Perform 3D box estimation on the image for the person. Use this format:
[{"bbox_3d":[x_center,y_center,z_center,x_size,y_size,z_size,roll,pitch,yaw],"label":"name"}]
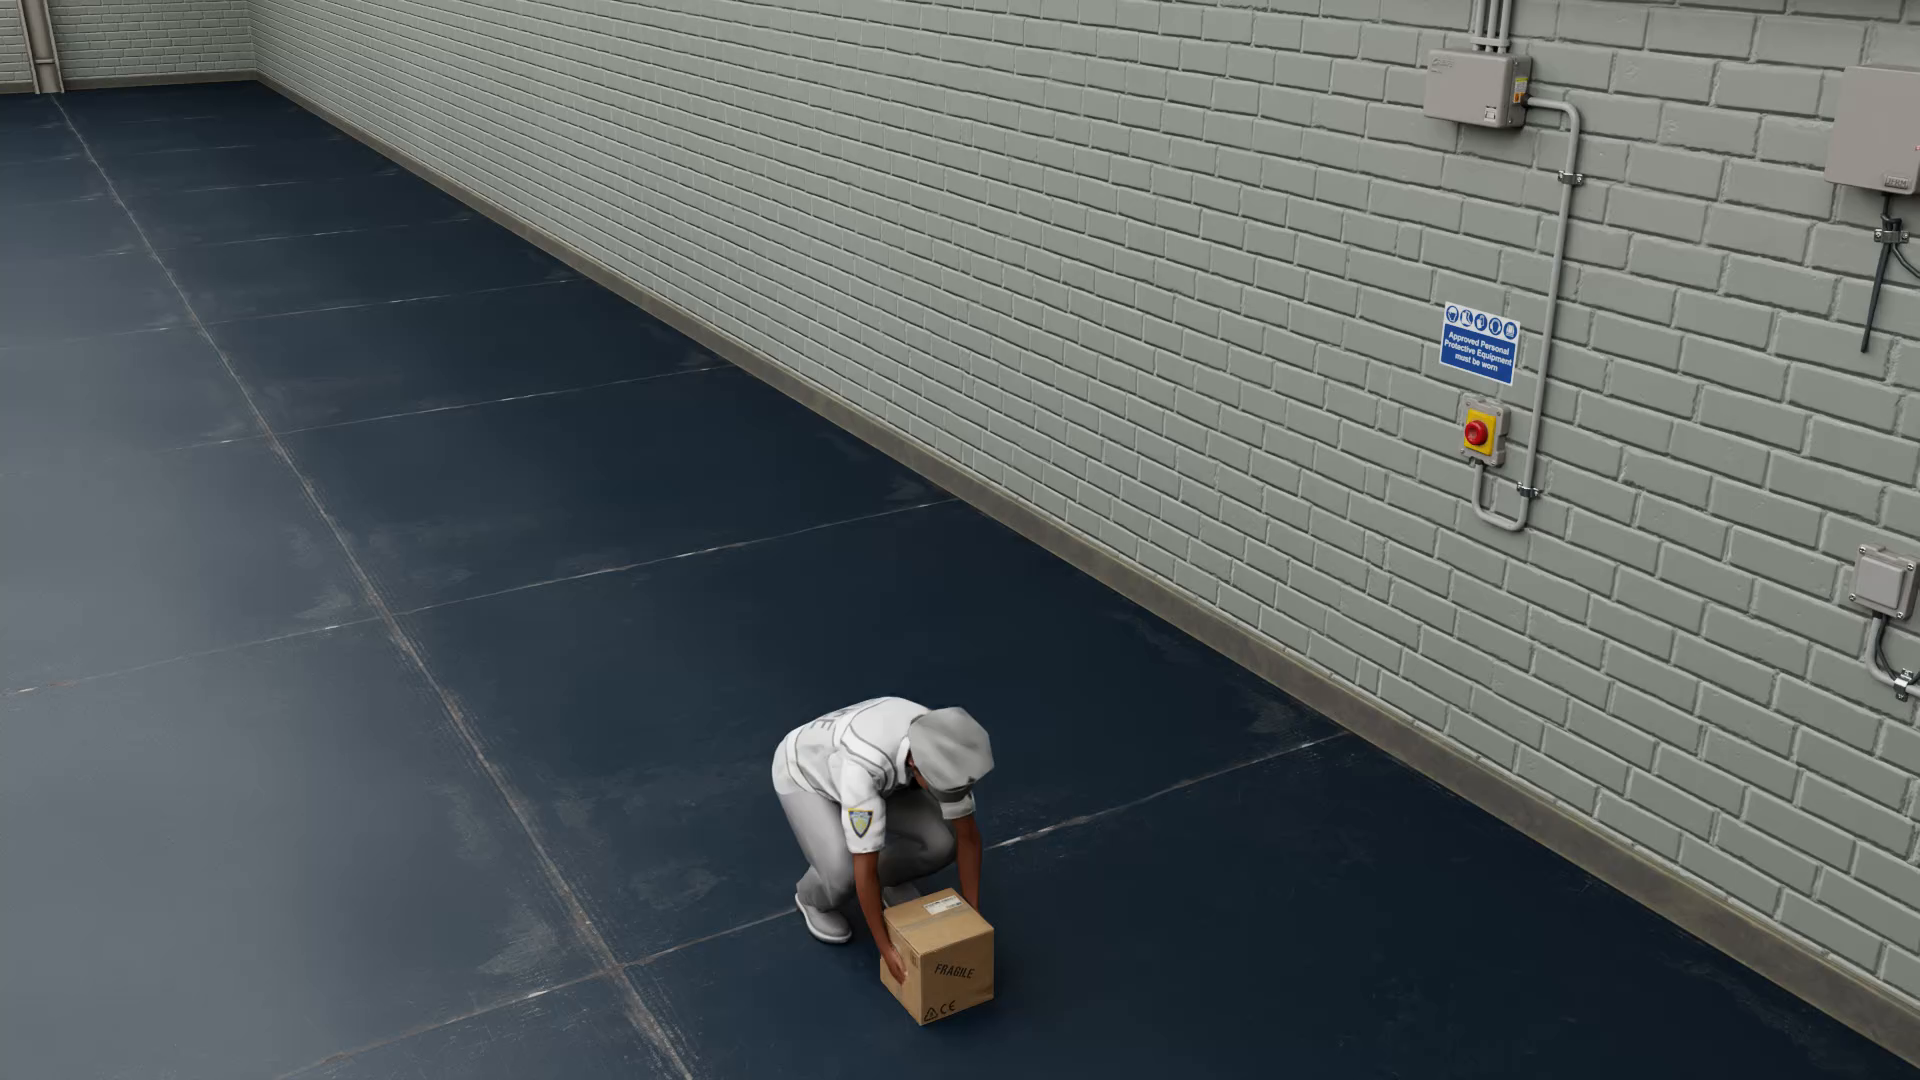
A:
[{"bbox_3d":[-0.239,0.829,5.080,0.484,0.885,0.867,-12,25,-28],"label":"person"}]
